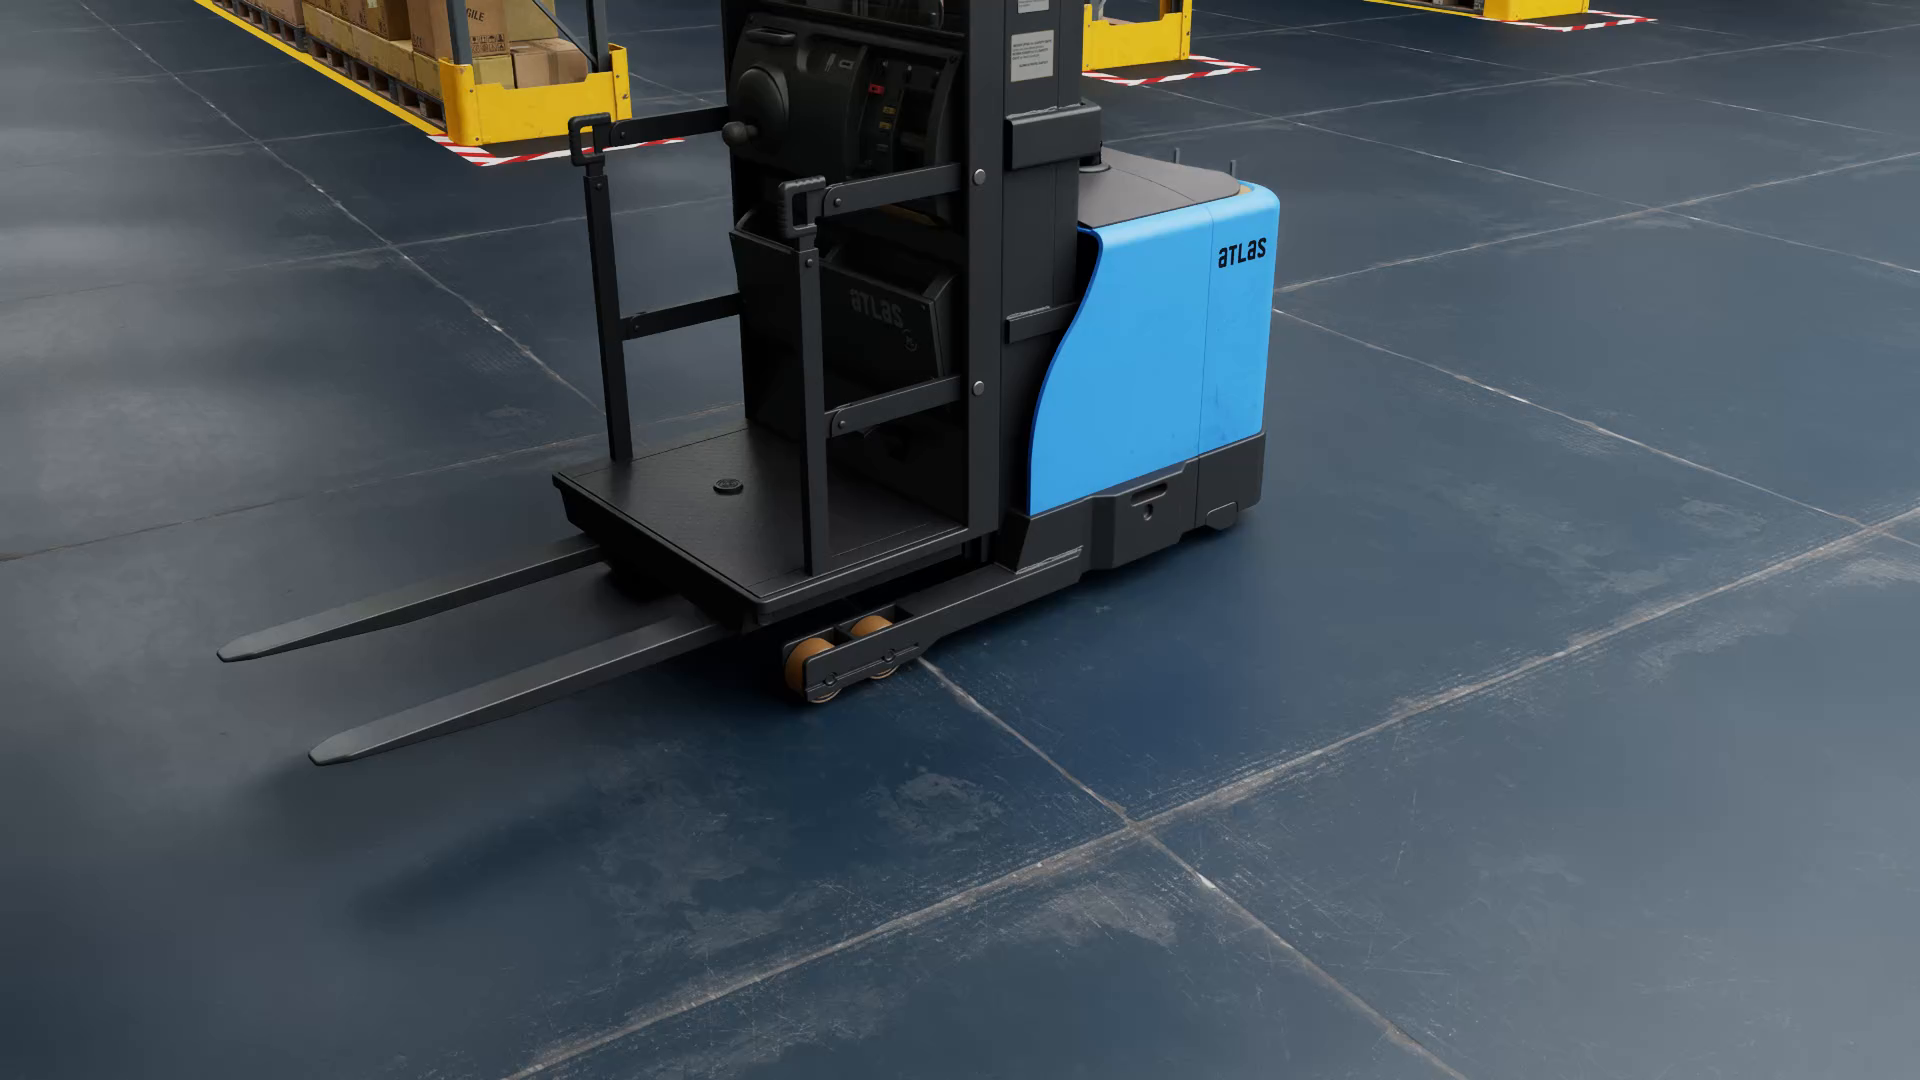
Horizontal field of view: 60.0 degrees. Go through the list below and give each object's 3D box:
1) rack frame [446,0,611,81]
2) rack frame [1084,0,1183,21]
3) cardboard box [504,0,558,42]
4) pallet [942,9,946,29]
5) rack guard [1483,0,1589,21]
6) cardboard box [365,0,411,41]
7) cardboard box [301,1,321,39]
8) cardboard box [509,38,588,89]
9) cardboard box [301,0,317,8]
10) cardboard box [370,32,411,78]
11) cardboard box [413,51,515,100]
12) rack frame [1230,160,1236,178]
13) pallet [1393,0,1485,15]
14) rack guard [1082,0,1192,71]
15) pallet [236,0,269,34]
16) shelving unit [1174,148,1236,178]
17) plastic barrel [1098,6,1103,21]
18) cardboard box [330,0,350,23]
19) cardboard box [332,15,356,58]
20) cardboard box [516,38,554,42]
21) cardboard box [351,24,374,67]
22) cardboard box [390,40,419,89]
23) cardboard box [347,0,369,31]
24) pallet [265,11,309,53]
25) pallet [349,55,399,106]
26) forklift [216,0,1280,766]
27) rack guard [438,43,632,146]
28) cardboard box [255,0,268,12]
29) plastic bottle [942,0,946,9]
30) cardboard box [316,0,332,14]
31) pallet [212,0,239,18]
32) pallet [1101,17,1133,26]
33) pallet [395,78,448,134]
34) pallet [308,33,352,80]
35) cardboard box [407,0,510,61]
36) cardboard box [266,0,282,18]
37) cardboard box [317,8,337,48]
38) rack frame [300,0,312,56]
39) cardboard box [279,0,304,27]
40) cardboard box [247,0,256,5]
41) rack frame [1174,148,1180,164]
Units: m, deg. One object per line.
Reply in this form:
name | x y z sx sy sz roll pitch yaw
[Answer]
rack frame | -2.759 -4.045 10.305 1.000 3.000 0.127 -16 29 -30
rack frame | 1.393 -5.198 12.748 1.000 3.000 0.127 -16 29 -30
cardboard box | -3.140 -3.753 11.537 0.500 0.500 0.500 -16 29 -30
pallet | 0.212 -4.681 14.919 1.003 0.211 1.213 -16 29 -30
rack guard | 5.502 -5.249 15.784 1.175 0.500 0.348 -16 29 -30
cardboard box | -3.859 -3.808 11.652 0.500 0.500 0.500 -16 29 -30
cardboard box | -4.943 -4.186 13.332 0.500 0.250 0.500 -16 29 -30
cardboard box | -2.865 -3.235 11.319 0.500 0.250 0.500 -16 29 -30
cardboard box | -4.952 -4.523 13.167 0.500 0.500 0.500 -16 29 -30
cardboard box | -3.857 -3.469 11.814 0.500 0.250 0.500 -16 29 -30
cardboard box | -3.299 -3.115 11.063 0.500 0.250 0.500 -16 29 -30
rack frame | 0.819 -0.733 5.572 0.200 1.050 0.008 -21 32 -37
pallet | 5.088 -5.417 16.479 1.003 0.211 1.213 -16 29 -30
rack guard | 1.313 -4.084 13.316 1.175 0.500 0.348 -16 29 -30
pallet | -6.047 -4.906 15.395 1.003 0.211 1.213 -16 29 -30
shelving unit | 0.739 -0.772 5.655 0.215 1.050 0.252 -21 32 -37
plastic barrel | 0.970 -4.481 13.650 0.421 0.512 0.421 0 25 0
cardboard box | -4.406 -4.165 12.410 0.500 0.500 0.500 -16 29 -30
cardboard box | -4.406 -3.826 12.569 0.500 0.250 0.500 -16 29 -30
cardboard box | -3.141 -3.413 11.696 0.500 0.250 0.500 -16 29 -30
cardboard box | -4.128 -3.648 12.194 0.500 0.250 0.500 -16 29 -30
cardboard box | -3.582 -3.291 11.436 0.500 0.250 0.500 -16 29 -30
cardboard box | -4.131 -3.987 12.032 0.500 0.500 0.500 -16 29 -30
pallet | -5.377 -4.469 14.470 1.003 0.211 1.213 -16 29 -30
pallet | -3.873 -3.484 12.383 1.003 0.211 1.213 -16 29 -30
forklift | -0.480 -1.153 4.258 3.031 2.935 1.130 -20 32 -36
rack guard | -2.746 -2.906 10.821 1.175 0.500 0.348 -16 29 -30
cardboard box | -5.966 -4.867 14.776 0.500 0.250 0.500 -15 29 -28
plastic bottle | -0.091 -4.817 14.615 0.152 0.276 0.135 -15 29 -29
cardboard box | -4.672 -4.346 12.792 0.500 0.500 0.500 -16 29 -30
pallet | -6.709 -5.342 16.319 1.003 0.211 1.213 -16 29 -30
pallet | 0.874 -4.245 13.995 1.003 0.211 1.213 -16 29 -30
pallet | -3.211 -3.048 11.459 1.003 0.211 1.213 -16 29 -30
pallet | -4.543 -3.921 13.308 1.003 0.211 1.213 -16 29 -30
cardboard box | -3.301 -3.453 10.902 0.500 0.500 0.500 -16 29 -30
cardboard box | -5.686 -4.684 14.388 0.500 0.250 0.500 -16 30 -30
cardboard box | -4.675 -4.006 12.951 0.500 0.250 0.500 -16 29 -30
rack frame | -4.942 -5.476 13.336 1.000 3.000 0.127 -16 29 -30
cardboard box | -5.412 -4.503 14.004 0.500 0.250 0.500 -16 30 -30
cardboard box | -6.242 -5.050 15.162 0.500 0.250 0.500 -15 29 -29
rack frame | 0.658 -0.811 5.738 0.200 1.050 0.008 -21 32 -37
